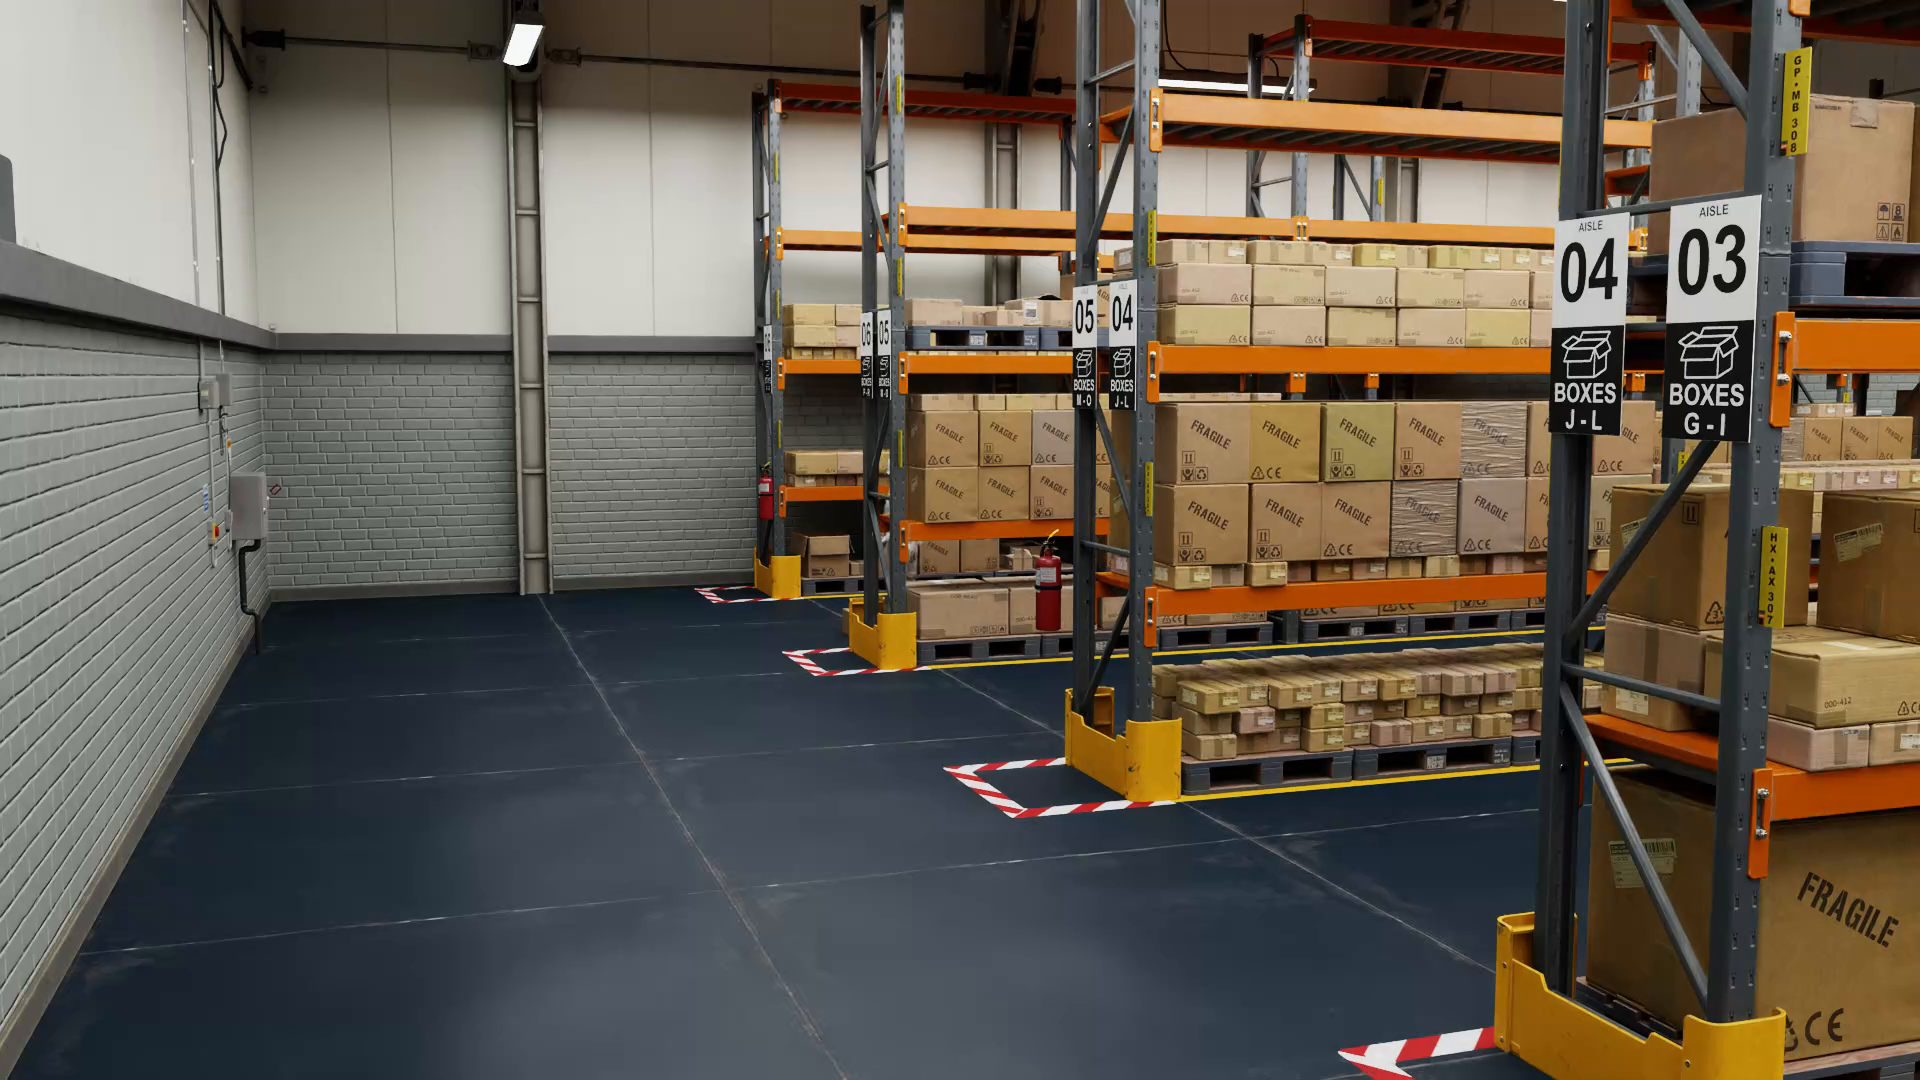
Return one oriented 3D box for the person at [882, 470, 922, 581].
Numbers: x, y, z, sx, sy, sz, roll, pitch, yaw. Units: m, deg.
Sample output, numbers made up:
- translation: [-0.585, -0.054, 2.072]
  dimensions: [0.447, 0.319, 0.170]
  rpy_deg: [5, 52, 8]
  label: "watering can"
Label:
- translation: [-0.609, 0.052, 16.980]
  dimensions: [0.487, 1.796, 0.581]
  rpy_deg: [-3, 6, -28]
  label: "person"
